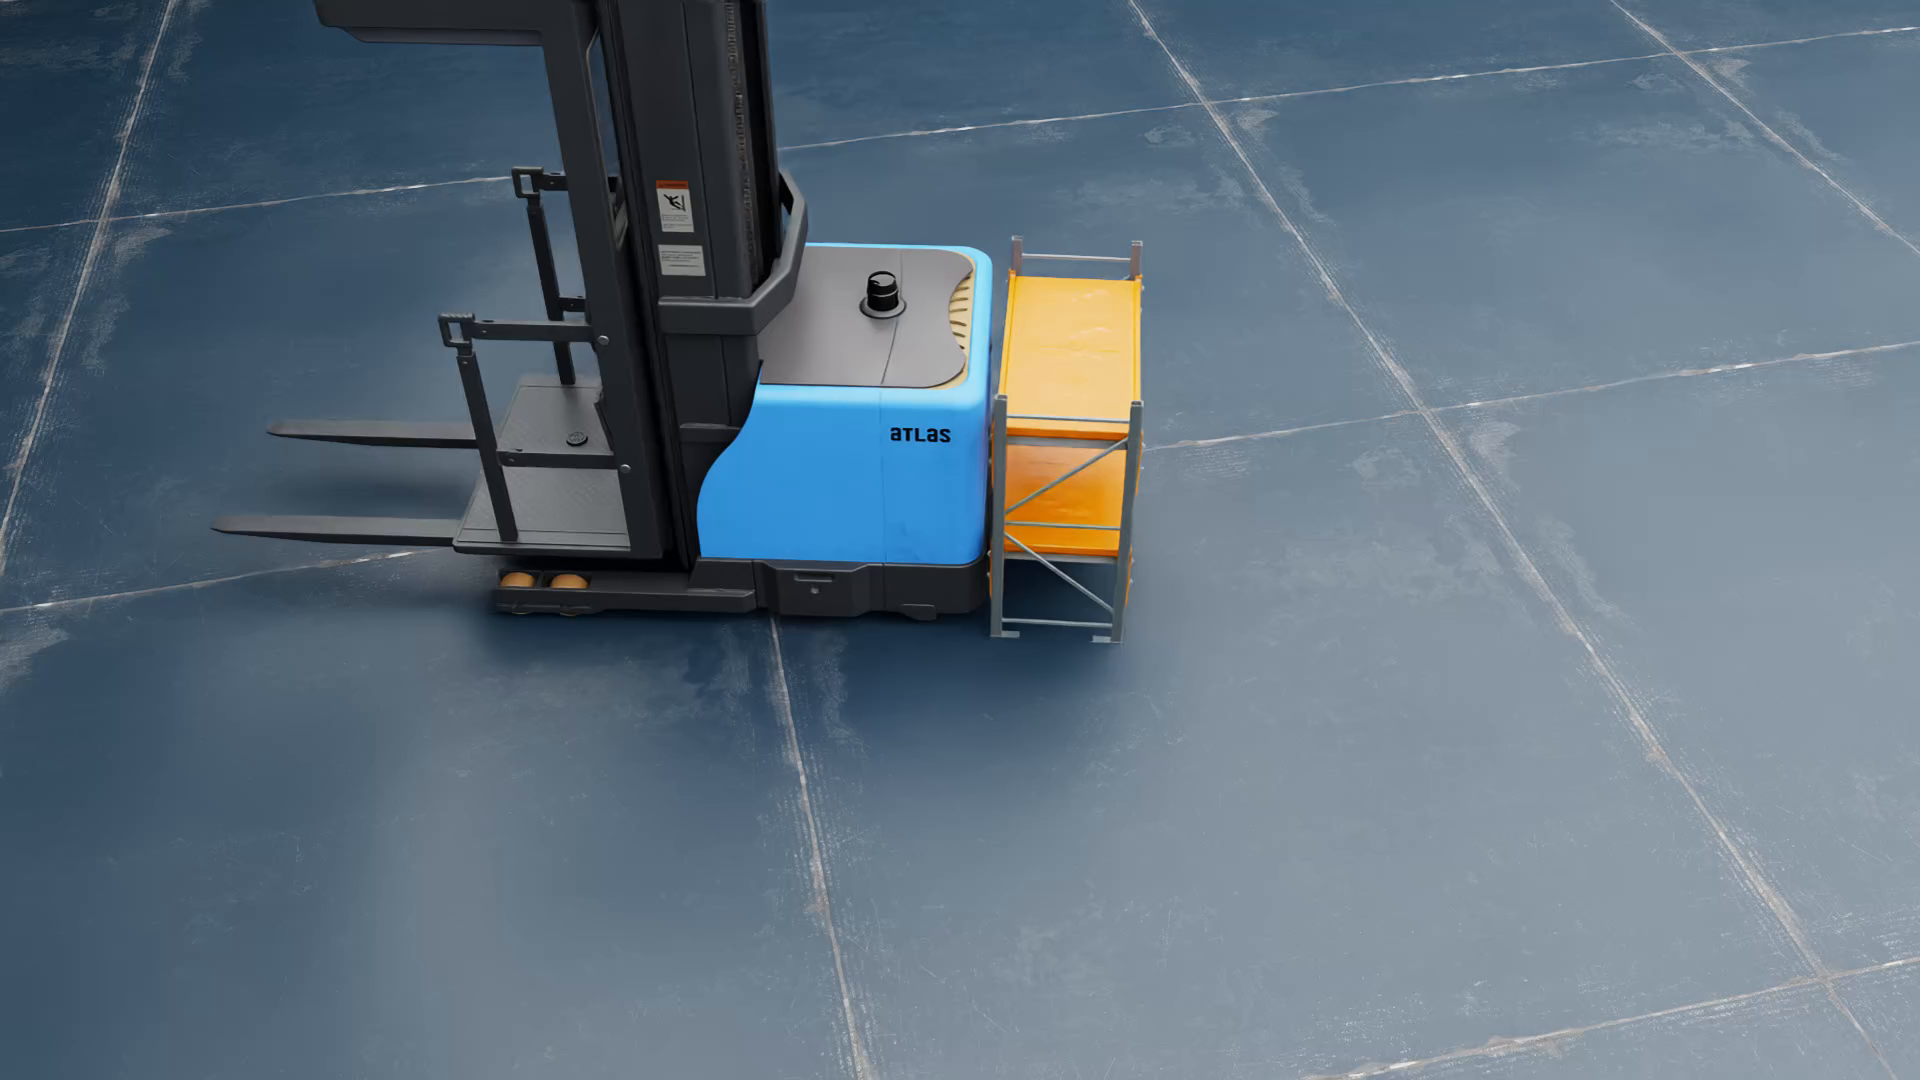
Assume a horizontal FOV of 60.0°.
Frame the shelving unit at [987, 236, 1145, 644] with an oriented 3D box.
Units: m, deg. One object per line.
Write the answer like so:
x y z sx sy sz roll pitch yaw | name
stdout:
0.407 -0.385 6.337 0.538 1.125 1.048 3 42 3 | shelving unit

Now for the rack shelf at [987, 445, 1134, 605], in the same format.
0.407 -0.202 6.499 0.538 0.278 1.000 3 42 3 | rack shelf

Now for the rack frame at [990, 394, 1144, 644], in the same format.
0.366 -0.049 5.958 0.500 1.125 0.032 3 42 3 | rack frame

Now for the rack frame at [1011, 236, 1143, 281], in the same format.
0.447 -0.722 6.716 0.500 1.125 0.032 3 42 3 | rack frame

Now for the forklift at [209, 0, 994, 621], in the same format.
-1.395 -1.152 5.840 3.031 2.935 1.130 2 42 2 | forklift

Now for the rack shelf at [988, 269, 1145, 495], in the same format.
0.407 -0.604 6.142 0.538 0.278 1.000 3 42 3 | rack shelf
